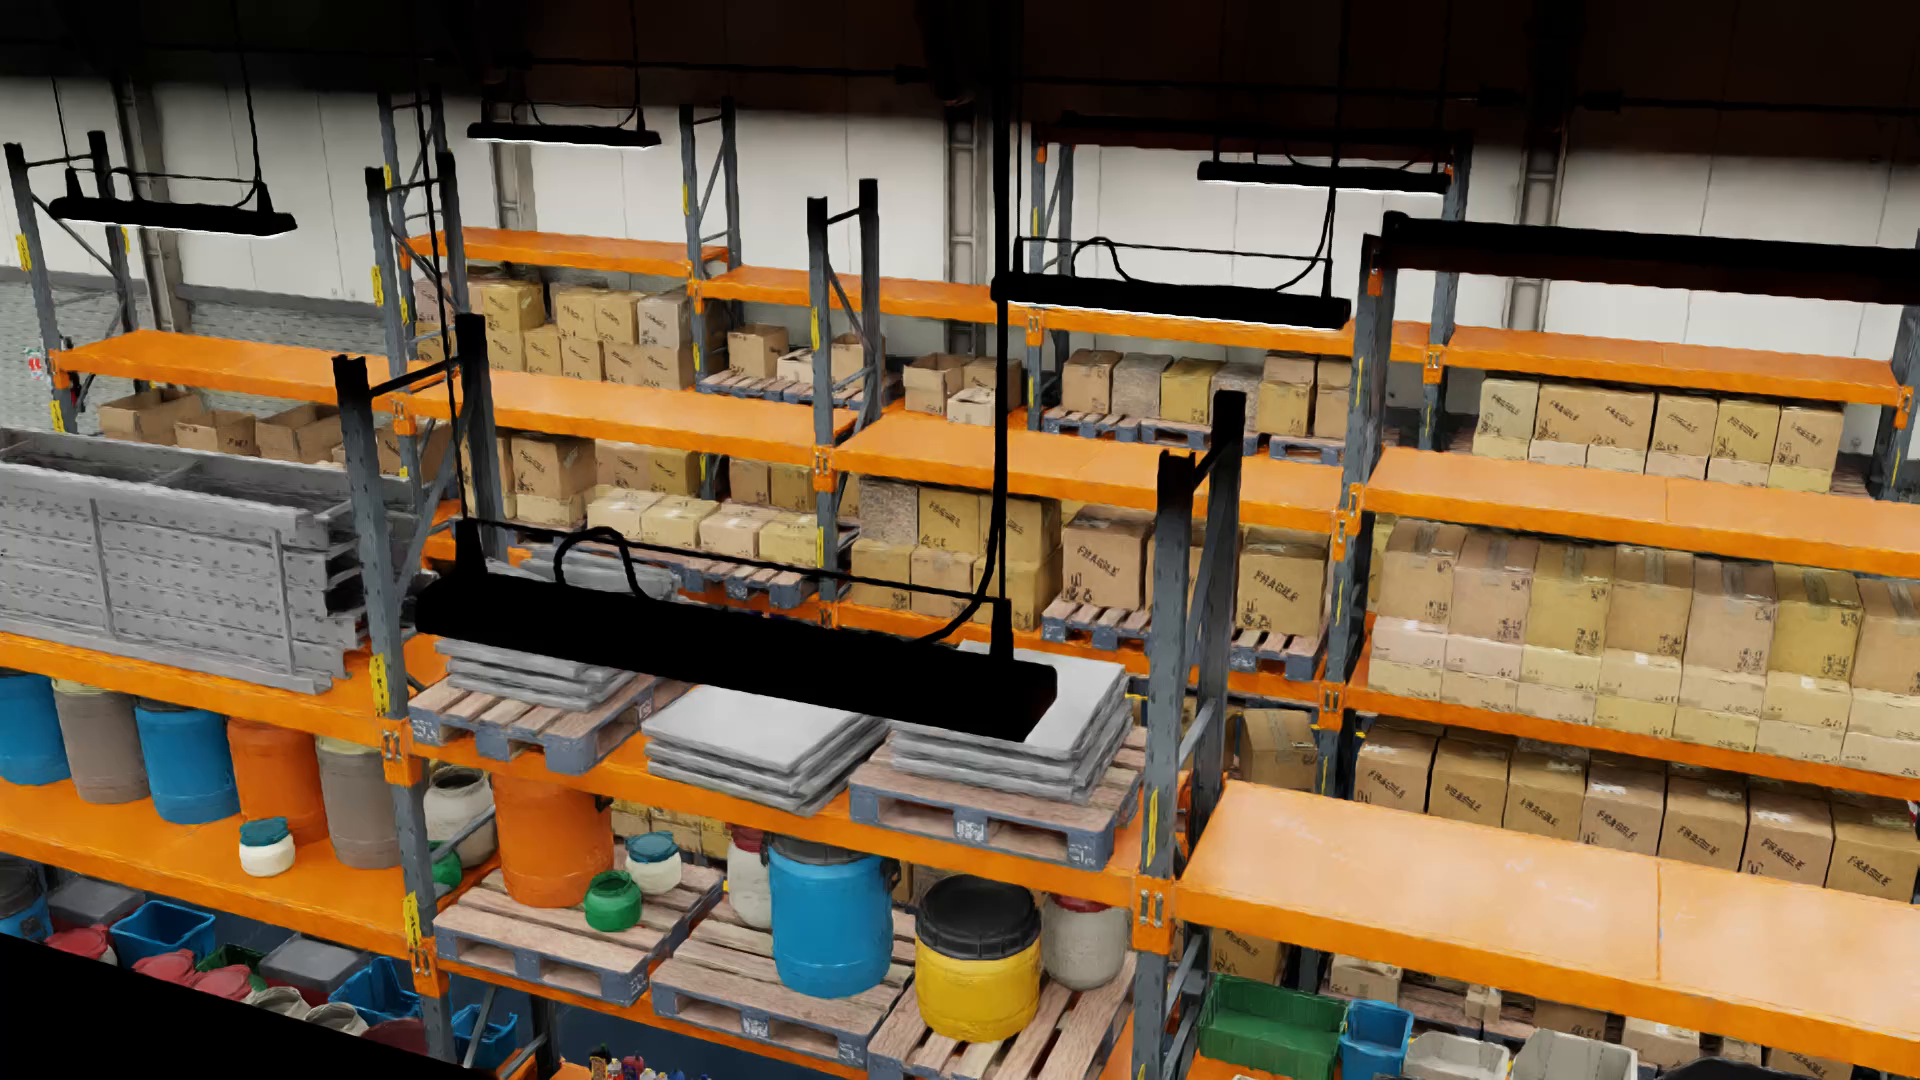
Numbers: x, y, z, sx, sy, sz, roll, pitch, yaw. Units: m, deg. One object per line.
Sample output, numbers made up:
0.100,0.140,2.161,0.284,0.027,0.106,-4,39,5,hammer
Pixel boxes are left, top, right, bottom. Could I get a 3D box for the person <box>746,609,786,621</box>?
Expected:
-2.143,0.744,18.206,0.818,1.581,0.647,2,21,5,person
